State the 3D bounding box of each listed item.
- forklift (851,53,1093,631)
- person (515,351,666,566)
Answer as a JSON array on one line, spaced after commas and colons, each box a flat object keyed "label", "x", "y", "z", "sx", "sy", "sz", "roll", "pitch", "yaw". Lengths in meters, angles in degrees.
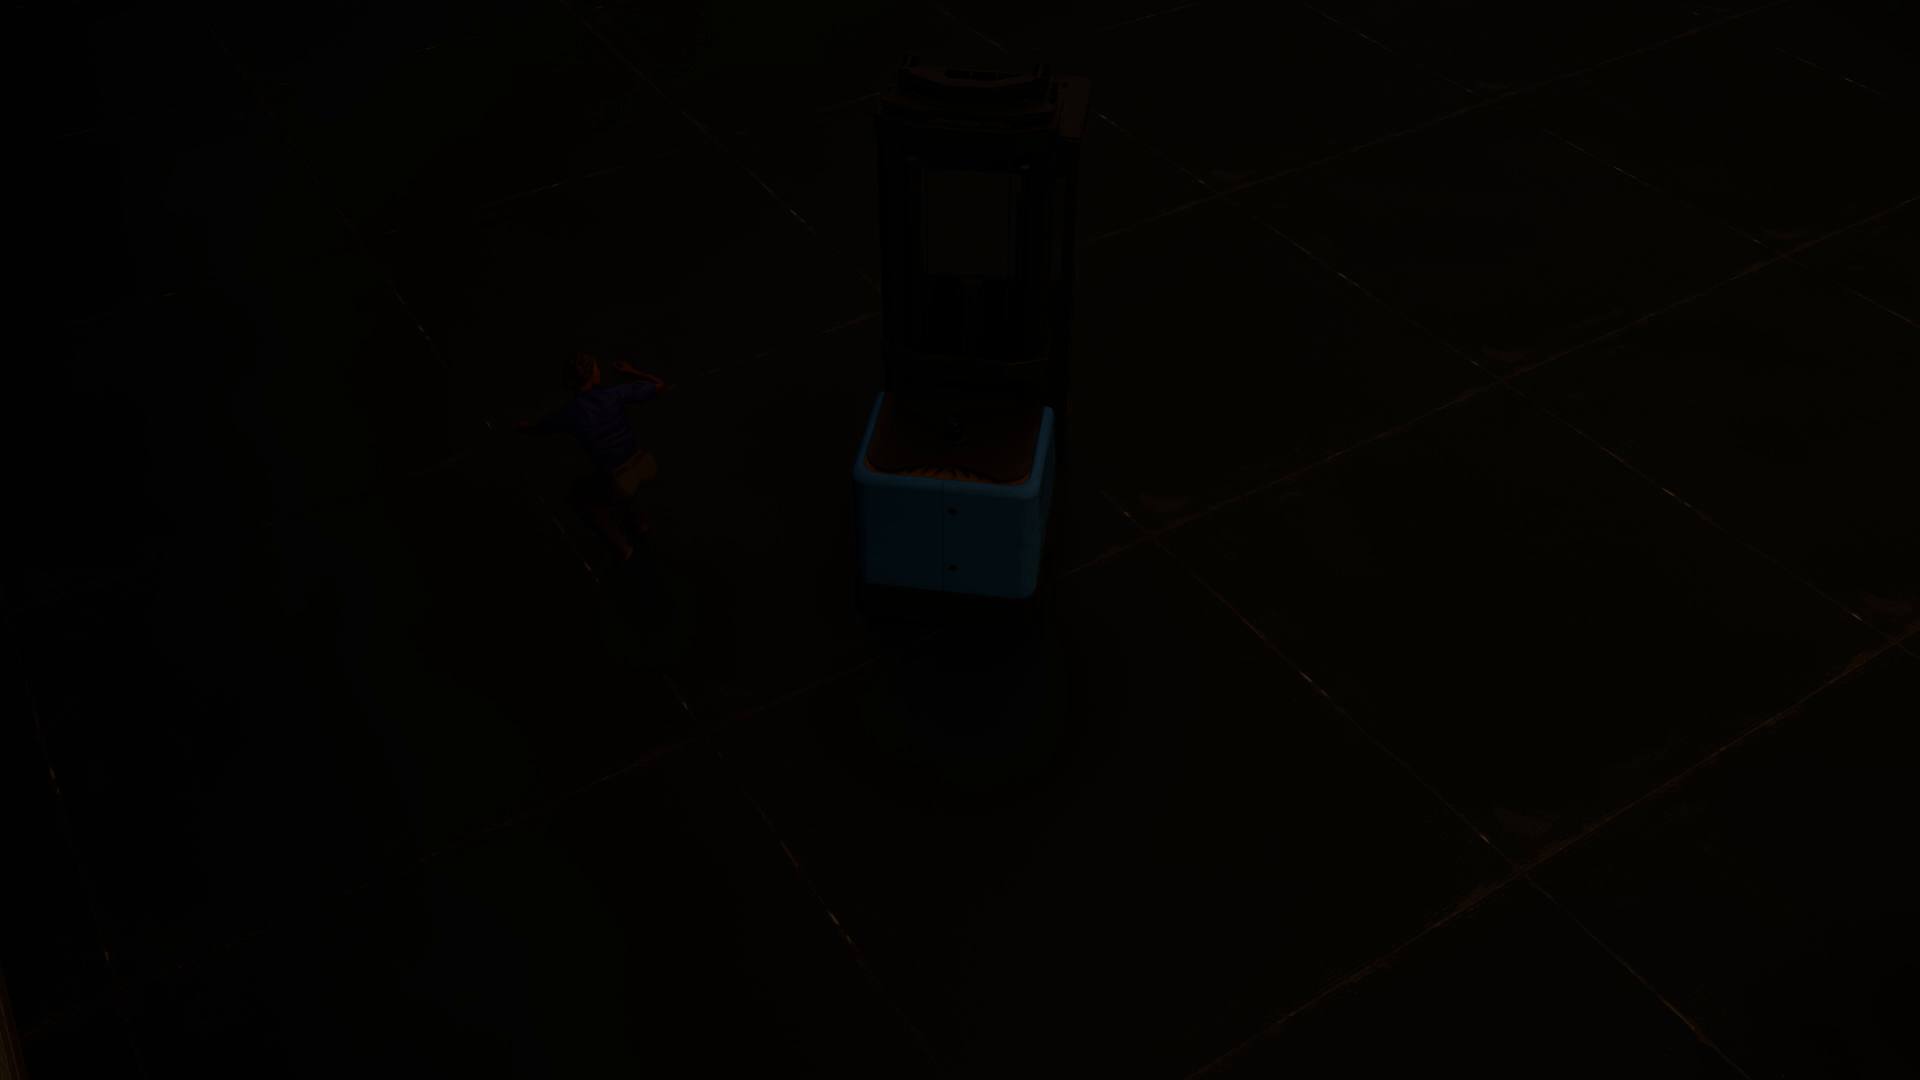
[{"label": "forklift", "x": 0.136, "y": -1.559, "z": 9.655, "sx": 1.130, "sy": 2.935, "sz": 3.031, "roll": 6, "pitch": 41, "yaw": 7}, {"label": "person", "x": -2.108, "y": -0.562, "z": 9.701, "sx": 0.705, "sy": 1.381, "sz": 0.909, "roll": -32, "pitch": 50, "yaw": -31}]
